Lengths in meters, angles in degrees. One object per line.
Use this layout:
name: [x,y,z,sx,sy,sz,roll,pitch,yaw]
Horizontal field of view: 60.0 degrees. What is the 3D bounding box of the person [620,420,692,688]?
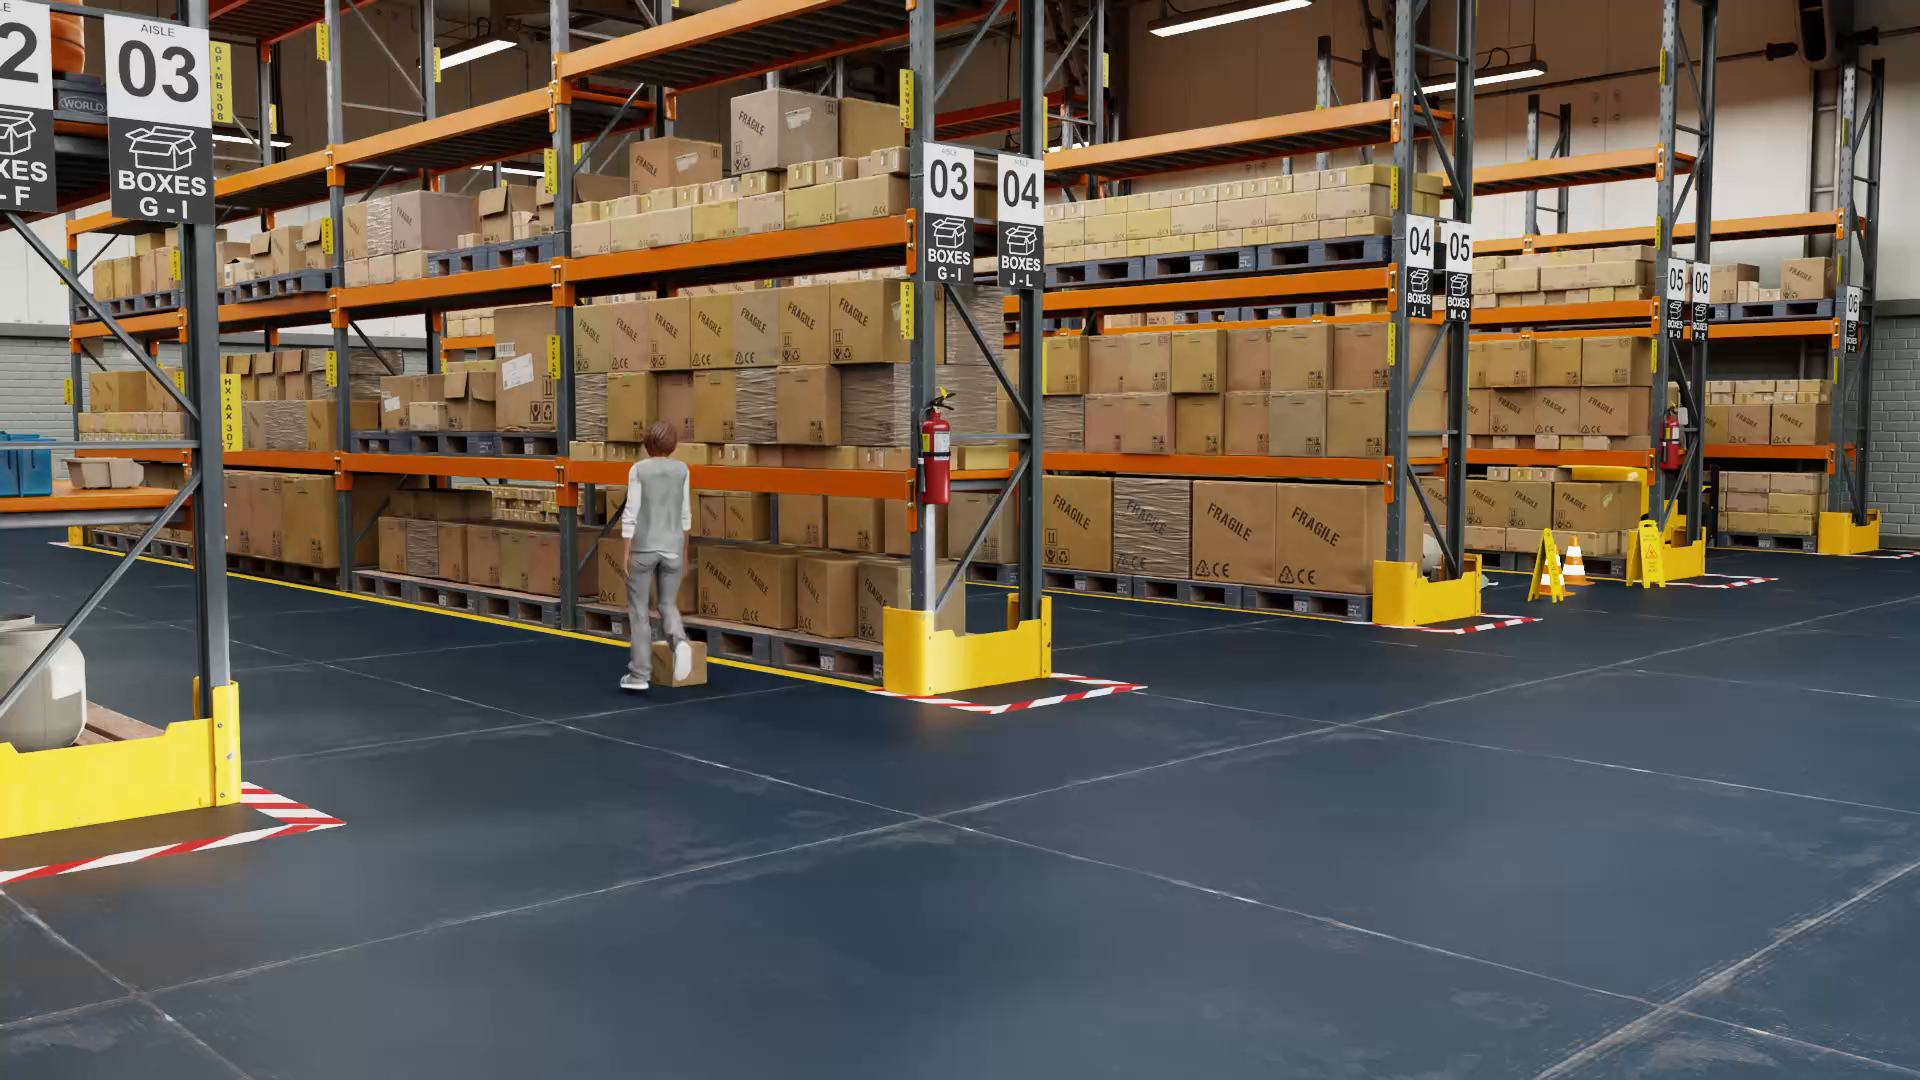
person: [-1.791,0.089,9.780,0.441,1.587,0.457,-3,5,-34]
